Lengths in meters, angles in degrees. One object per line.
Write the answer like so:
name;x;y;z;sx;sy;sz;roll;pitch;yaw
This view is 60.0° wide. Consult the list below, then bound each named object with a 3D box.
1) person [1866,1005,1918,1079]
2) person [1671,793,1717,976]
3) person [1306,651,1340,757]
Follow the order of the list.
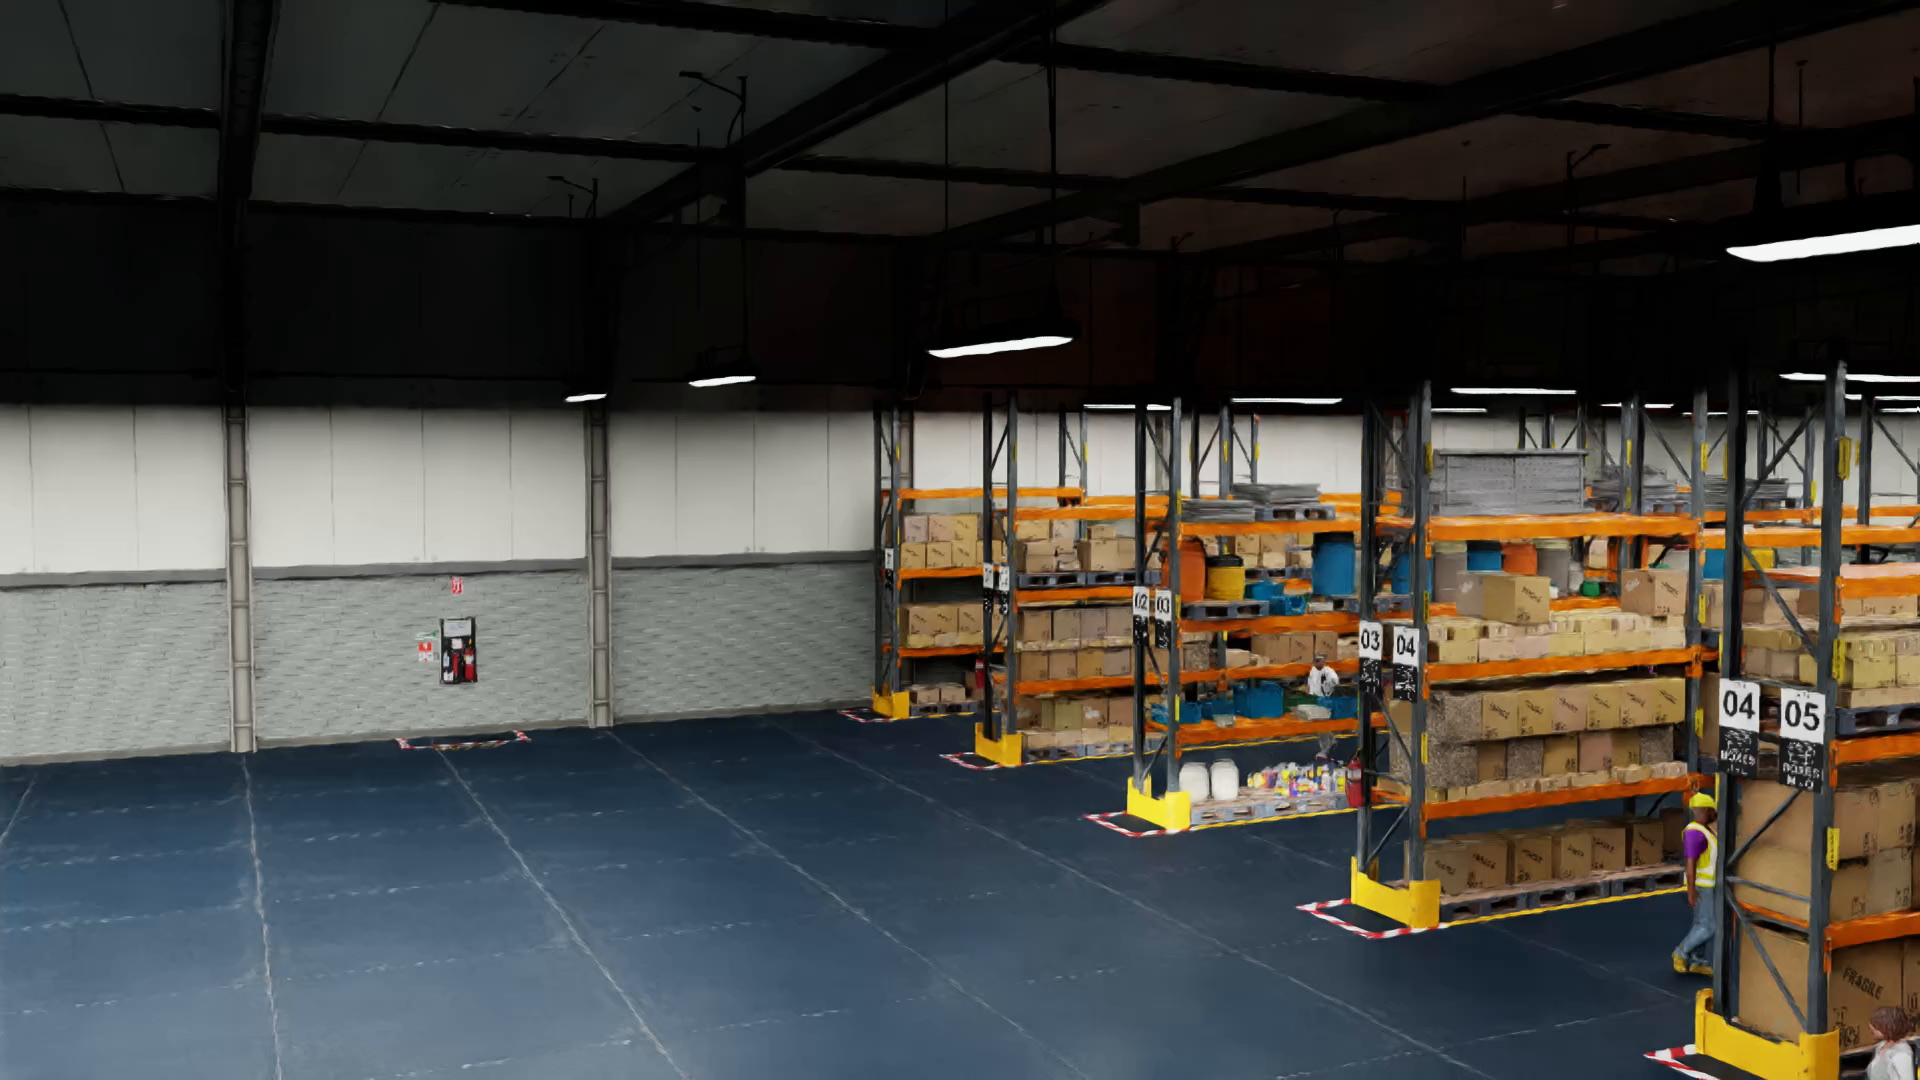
person;6.039;3.760;10.547;0.506;1.587;0.470;1;3;14
person;7.170;3.340;16.126;0.449;1.762;0.604;2;4;35
person;6.100;2.694;27.635;0.700;1.729;0.673;-2;4;-33
